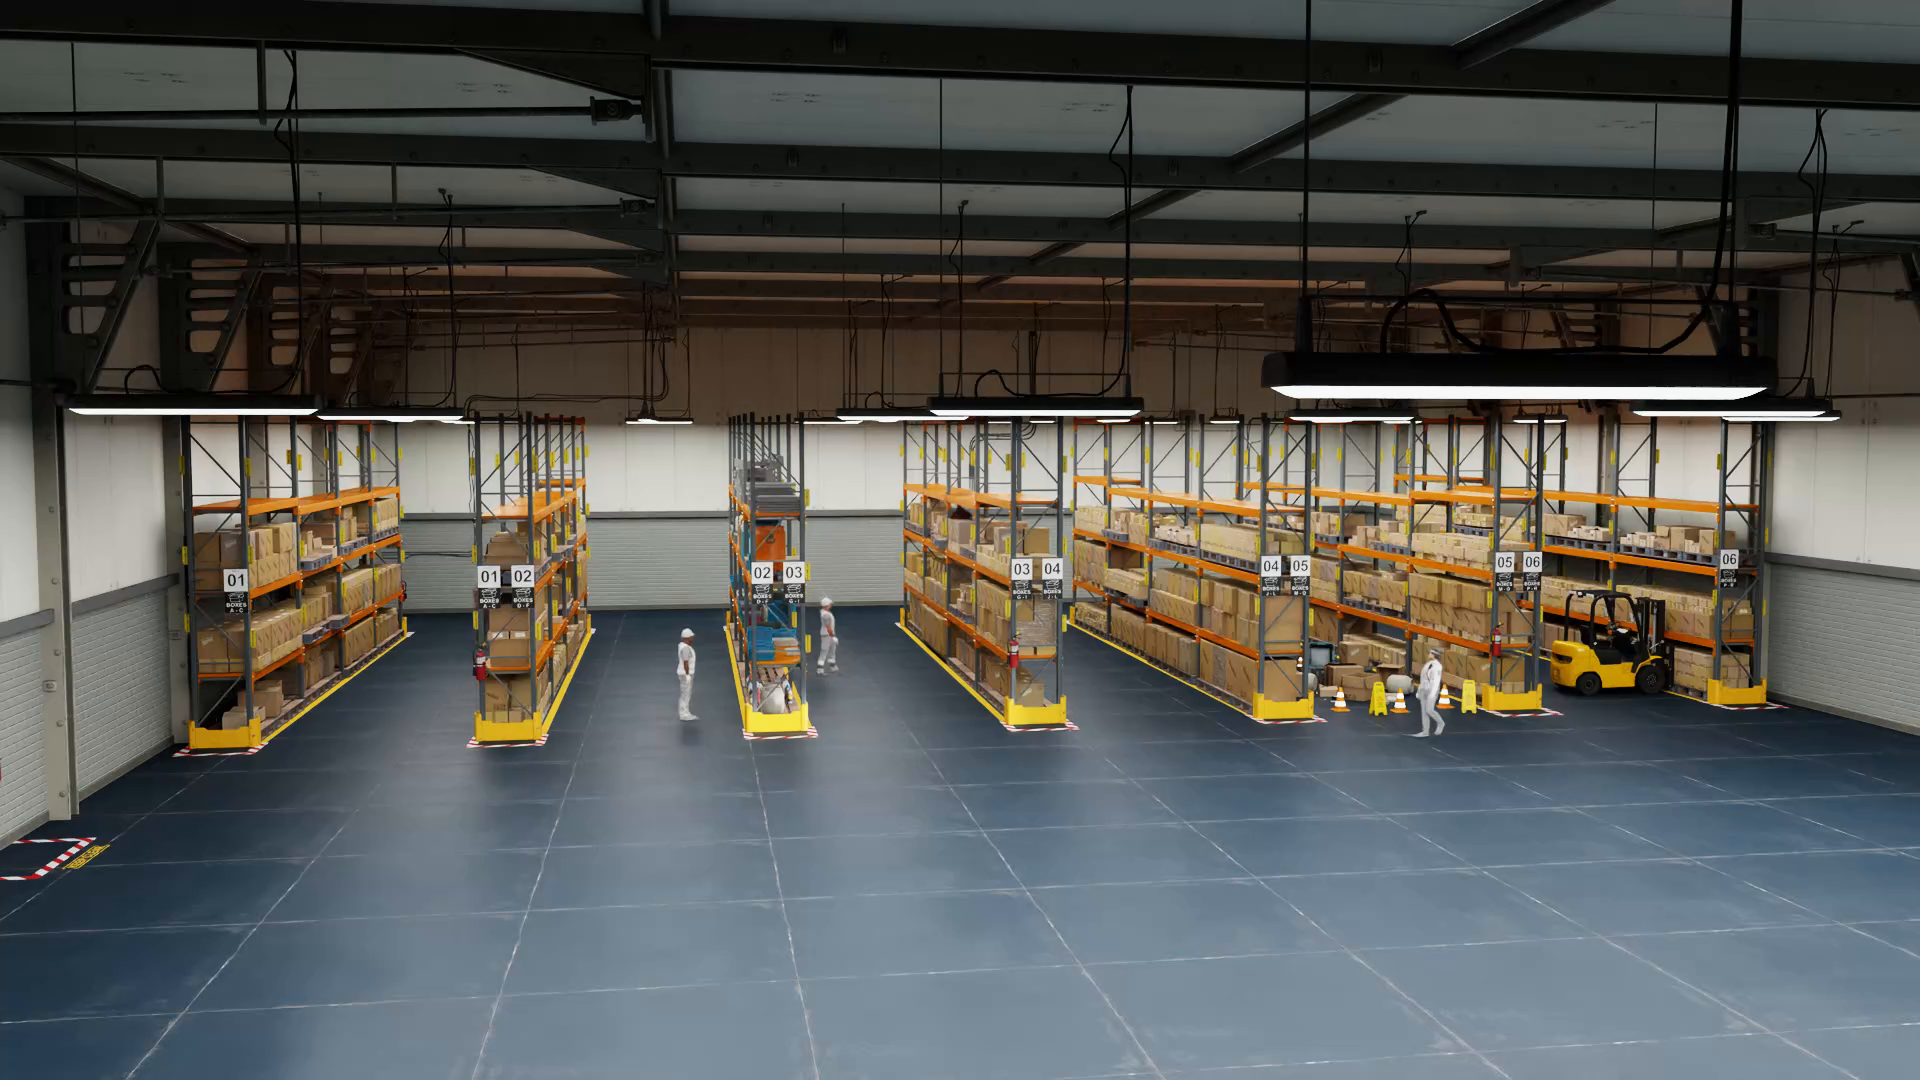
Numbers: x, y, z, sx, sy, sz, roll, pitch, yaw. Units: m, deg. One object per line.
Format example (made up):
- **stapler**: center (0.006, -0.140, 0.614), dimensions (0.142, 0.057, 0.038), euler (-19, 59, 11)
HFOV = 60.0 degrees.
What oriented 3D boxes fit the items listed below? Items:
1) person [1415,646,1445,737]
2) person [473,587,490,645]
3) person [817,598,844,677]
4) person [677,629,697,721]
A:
- **person**: center (8.647, 2.800, 30.689), dimensions (0.561, 1.664, 0.527), euler (-2, 4, -29)
- **person**: center (-12.549, 1.880, 43.755), dimensions (0.426, 1.819, 0.598), euler (0, 4, -2)
- **person**: center (-2.923, 2.178, 37.320), dimensions (0.554, 1.801, 0.678), euler (0, 4, 3)
- **person**: center (-5.331, 2.622, 32.406), dimensions (0.375, 1.794, 0.576), euler (0, 4, -5)
